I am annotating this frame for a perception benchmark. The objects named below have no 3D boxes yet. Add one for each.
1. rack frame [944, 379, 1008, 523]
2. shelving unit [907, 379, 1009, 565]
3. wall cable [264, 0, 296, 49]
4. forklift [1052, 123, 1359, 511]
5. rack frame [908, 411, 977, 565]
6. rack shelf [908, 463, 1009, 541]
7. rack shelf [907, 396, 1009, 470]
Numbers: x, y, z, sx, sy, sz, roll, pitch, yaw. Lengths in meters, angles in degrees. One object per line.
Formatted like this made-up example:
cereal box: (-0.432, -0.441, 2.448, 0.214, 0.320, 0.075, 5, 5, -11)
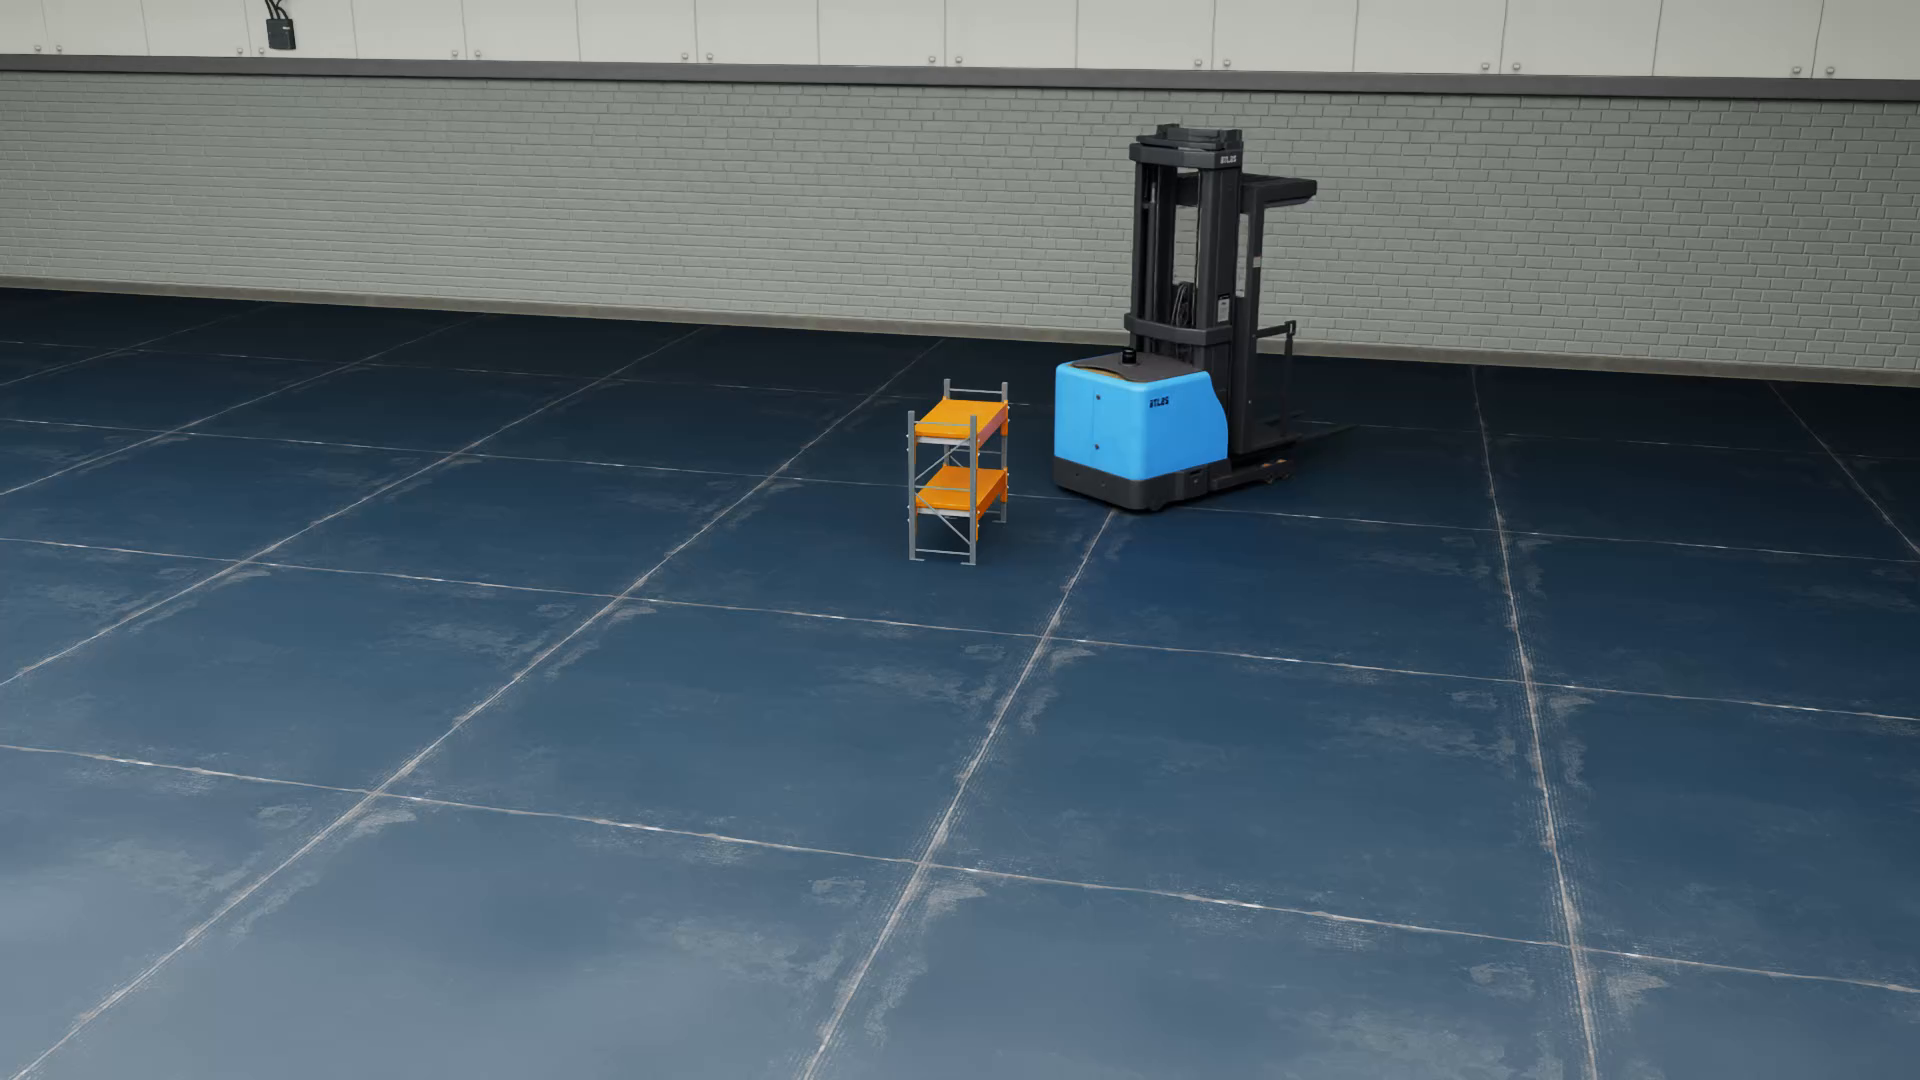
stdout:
rack frame: (0.123, -0.690, 12.966, 0.500, 1.125, 0.032, 5, 19, 13)
shelving unit: (-0.002, -0.530, 12.500, 0.538, 1.125, 1.048, 5, 19, 13)
wall cable: (-7.453, -8.863, 19.453, 2.305, 6.003, 0.169, 5, 19, 13)
forklift: (2.226, -1.986, 13.968, 3.031, 2.935, 1.130, -15, 24, -37)
rack frame: (-0.126, -0.371, 12.033, 0.500, 1.125, 0.032, 5, 19, 13)
rack shelf: (-0.002, -0.299, 12.579, 0.538, 0.278, 1.000, 5, 19, 13)
rack shelf: (-0.002, -0.807, 12.405, 0.538, 0.278, 1.000, 5, 19, 13)
